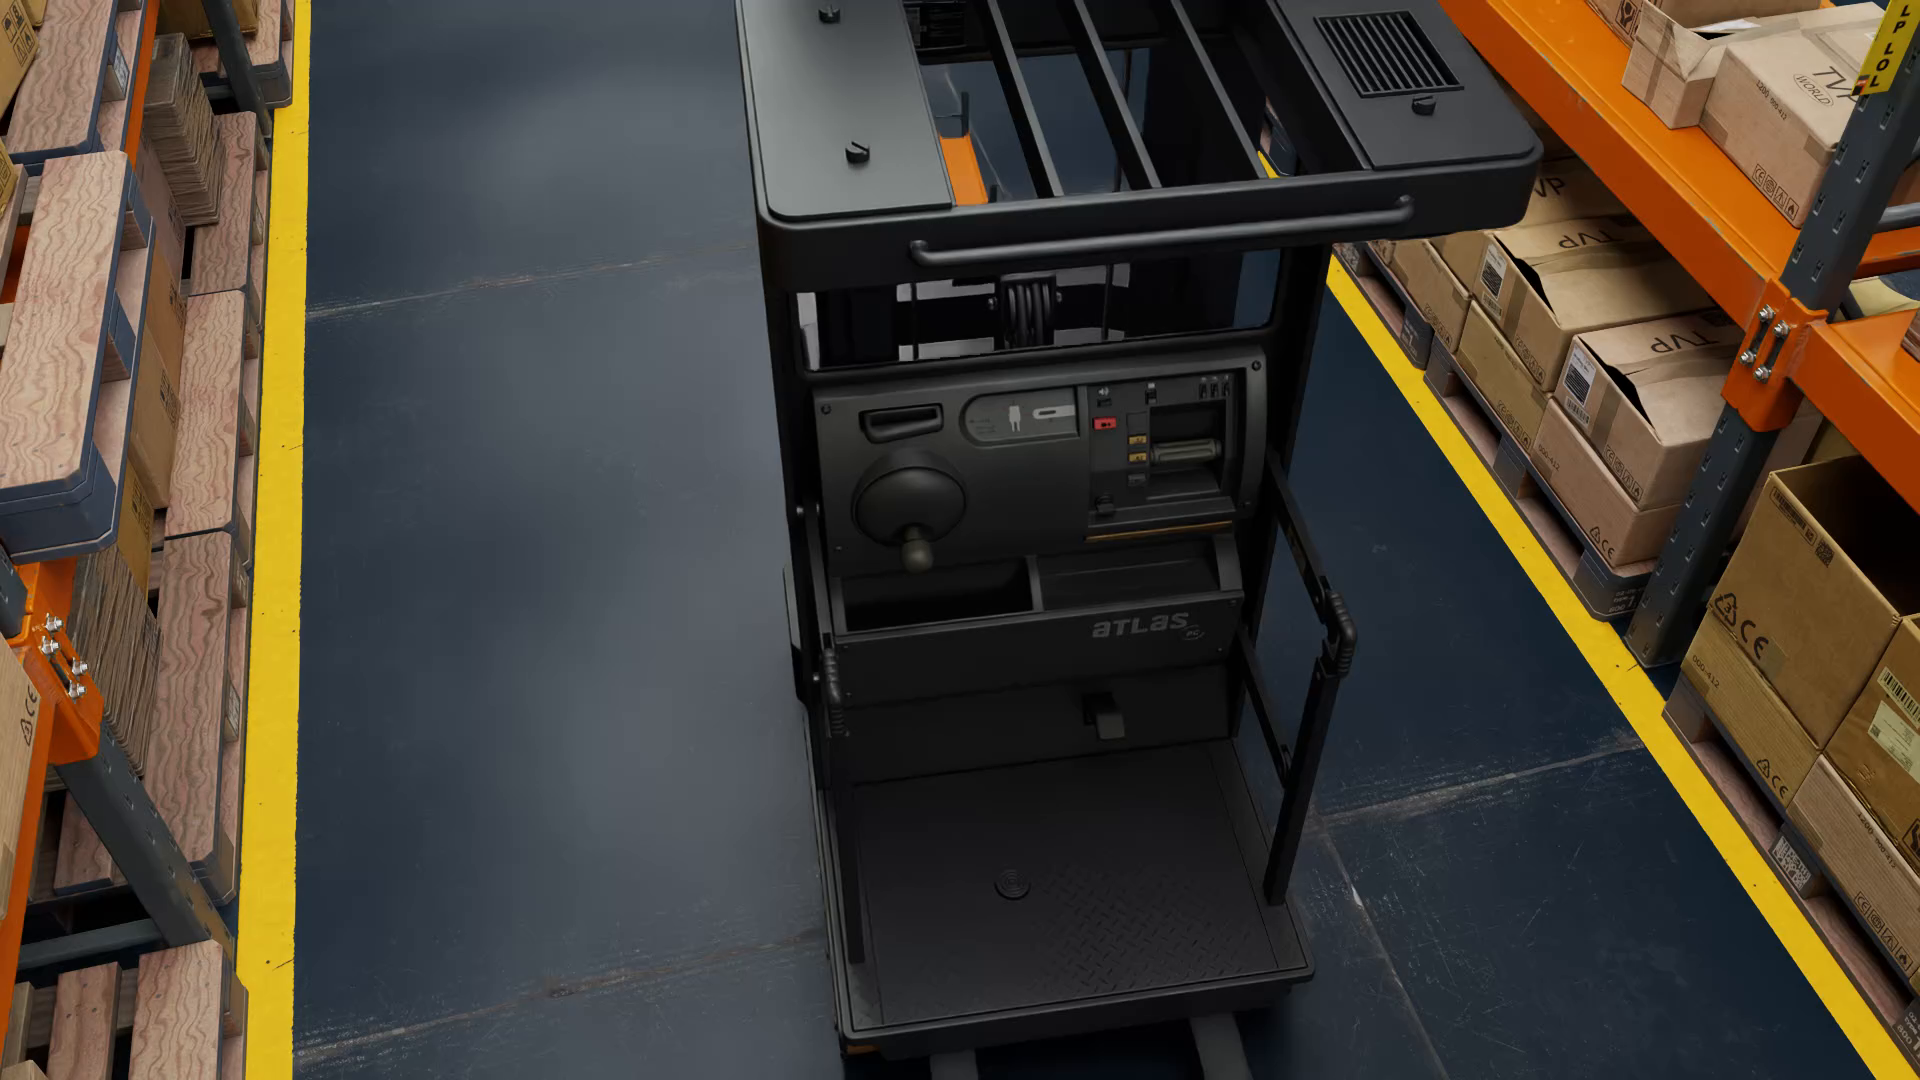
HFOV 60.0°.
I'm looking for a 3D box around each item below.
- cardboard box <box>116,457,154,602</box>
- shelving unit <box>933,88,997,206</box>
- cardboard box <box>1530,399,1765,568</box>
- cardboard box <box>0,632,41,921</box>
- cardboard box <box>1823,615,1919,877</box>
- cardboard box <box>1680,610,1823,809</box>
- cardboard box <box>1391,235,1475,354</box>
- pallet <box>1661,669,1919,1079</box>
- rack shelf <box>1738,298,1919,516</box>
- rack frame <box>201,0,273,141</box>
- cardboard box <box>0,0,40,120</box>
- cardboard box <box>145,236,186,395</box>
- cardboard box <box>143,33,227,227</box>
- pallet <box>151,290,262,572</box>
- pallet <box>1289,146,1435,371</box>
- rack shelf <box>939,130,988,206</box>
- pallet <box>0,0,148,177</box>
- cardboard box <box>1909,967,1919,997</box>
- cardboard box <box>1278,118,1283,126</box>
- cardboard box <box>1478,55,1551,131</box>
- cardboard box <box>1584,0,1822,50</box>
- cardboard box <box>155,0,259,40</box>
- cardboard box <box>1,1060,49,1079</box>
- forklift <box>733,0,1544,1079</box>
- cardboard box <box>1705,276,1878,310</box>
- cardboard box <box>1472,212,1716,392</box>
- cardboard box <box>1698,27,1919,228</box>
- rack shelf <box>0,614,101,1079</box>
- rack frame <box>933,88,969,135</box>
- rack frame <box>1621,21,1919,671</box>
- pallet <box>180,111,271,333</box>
[{"bbox_3d":[-2.702,-0.023,4.615,0.700,0.500,0.500,-12,47,-11],"label":"cardboard box"},{"bbox_3d":[-0.057,-0.714,5.110,0.258,1.200,0.503,-6,46,-6],"label":"shelving unit"},{"bbox_3d":[2.085,-0.218,4.994,0.500,0.250,0.500,-11,47,-11],"label":"cardboard box"},{"bbox_3d":[-1.902,0.426,2.824,0.500,0.250,0.500,-11,47,-10],"label":"cardboard box"},{"bbox_3d":[2.423,0.474,3.791,0.500,0.500,0.500,-11,47,-10],"label":"cardboard box"},{"bbox_3d":[2.297,0.391,4.397,0.500,0.250,0.500,-11,47,-10],"label":"cardboard box"},{"bbox_3d":[1.826,-0.920,5.683,0.500,0.250,0.500,-10,46,-9],"label":"cardboard box"},{"bbox_3d":[2.634,0.733,4.384,1.003,0.211,1.213,-11,47,-10],"label":"pallet"},{"bbox_3d":[2.983,0.833,2.837,1.077,0.370,4.000,-11,47,-10],"label":"rack shelf"},{"bbox_3d":[-3.340,-2.653,5.750,1.000,3.000,0.127,-11,47,-10],"label":"rack frame"},{"bbox_3d":[-2.749,-1.274,4.020,0.700,0.500,0.500,-5,46,-5],"label":"cardboard box"},{"bbox_3d":[-2.932,-0.730,5.307,0.700,0.500,0.500,-11,47,-11],"label":"cardboard box"},{"bbox_3d":[-3.106,-1.445,6.008,0.700,0.500,0.500,-10,46,-10],"label":"cardboard box"},{"bbox_3d":[-2.833,-0.297,5.393,1.003,0.211,1.213,-11,47,-10],"label":"pallet"},{"bbox_3d":[1.929,-1.169,6.248,1.003,0.211,1.213,-11,47,-10],"label":"pallet"},{"bbox_3d":[-0.057,-0.989,4.829,0.258,0.148,0.480,-6,46,-6],"label":"rack shelf"},{"bbox_3d":[-2.794,-1.227,4.486,1.003,0.211,1.213,-11,47,-10],"label":"pallet"},{"bbox_3d":[2.543,1.084,3.719,0.500,0.250,0.500,-11,47,-10],"label":"cardboard box"},{"bbox_3d":[1.566,-1.626,6.374,0.500,0.250,0.500,-12,47,-11],"label":"cardboard box"},{"bbox_3d":[1.701,-1.458,5.818,0.500,0.311,0.500,-11,47,-11],"label":"cardboard box"},{"bbox_3d":[2.156,-1.732,4.777,0.500,0.500,0.500,-8,46,-7],"label":"cardboard box"},{"bbox_3d":[-3.402,-2.579,6.889,0.750,0.750,0.750,-11,47,-11],"label":"cardboard box"},{"bbox_3d":[-2.150,1.310,3.542,0.380,0.166,0.250,-16,48,-15],"label":"cardboard box"},{"bbox_3d":[0.208,-0.067,3.264,1.130,2.935,3.031,-6,46,-6],"label":"forklift"},{"bbox_3d":[2.483,-0.858,5.229,0.500,0.311,0.500,-11,47,-11],"label":"cardboard box"},{"bbox_3d":[1.951,-0.766,5.139,0.500,0.311,0.500,-10,46,-9],"label":"cardboard box"},{"bbox_3d":[2.303,-1.079,4.312,0.500,0.250,0.500,-8,46,-8],"label":"cardboard box"},{"bbox_3d":[-1.804,1.741,1.947,1.077,0.370,4.000,-11,47,-10],"label":"rack shelf"},{"bbox_3d":[-0.094,-0.886,5.279,0.240,1.200,0.015,-6,46,-6],"label":"rack frame"},{"bbox_3d":[2.471,-0.800,3.933,1.000,3.000,0.127,-11,47,-10],"label":"rack frame"},{"bbox_3d":[-3.142,-1.137,6.217,1.003,0.211,1.213,-11,47,-10],"label":"pallet"}]
